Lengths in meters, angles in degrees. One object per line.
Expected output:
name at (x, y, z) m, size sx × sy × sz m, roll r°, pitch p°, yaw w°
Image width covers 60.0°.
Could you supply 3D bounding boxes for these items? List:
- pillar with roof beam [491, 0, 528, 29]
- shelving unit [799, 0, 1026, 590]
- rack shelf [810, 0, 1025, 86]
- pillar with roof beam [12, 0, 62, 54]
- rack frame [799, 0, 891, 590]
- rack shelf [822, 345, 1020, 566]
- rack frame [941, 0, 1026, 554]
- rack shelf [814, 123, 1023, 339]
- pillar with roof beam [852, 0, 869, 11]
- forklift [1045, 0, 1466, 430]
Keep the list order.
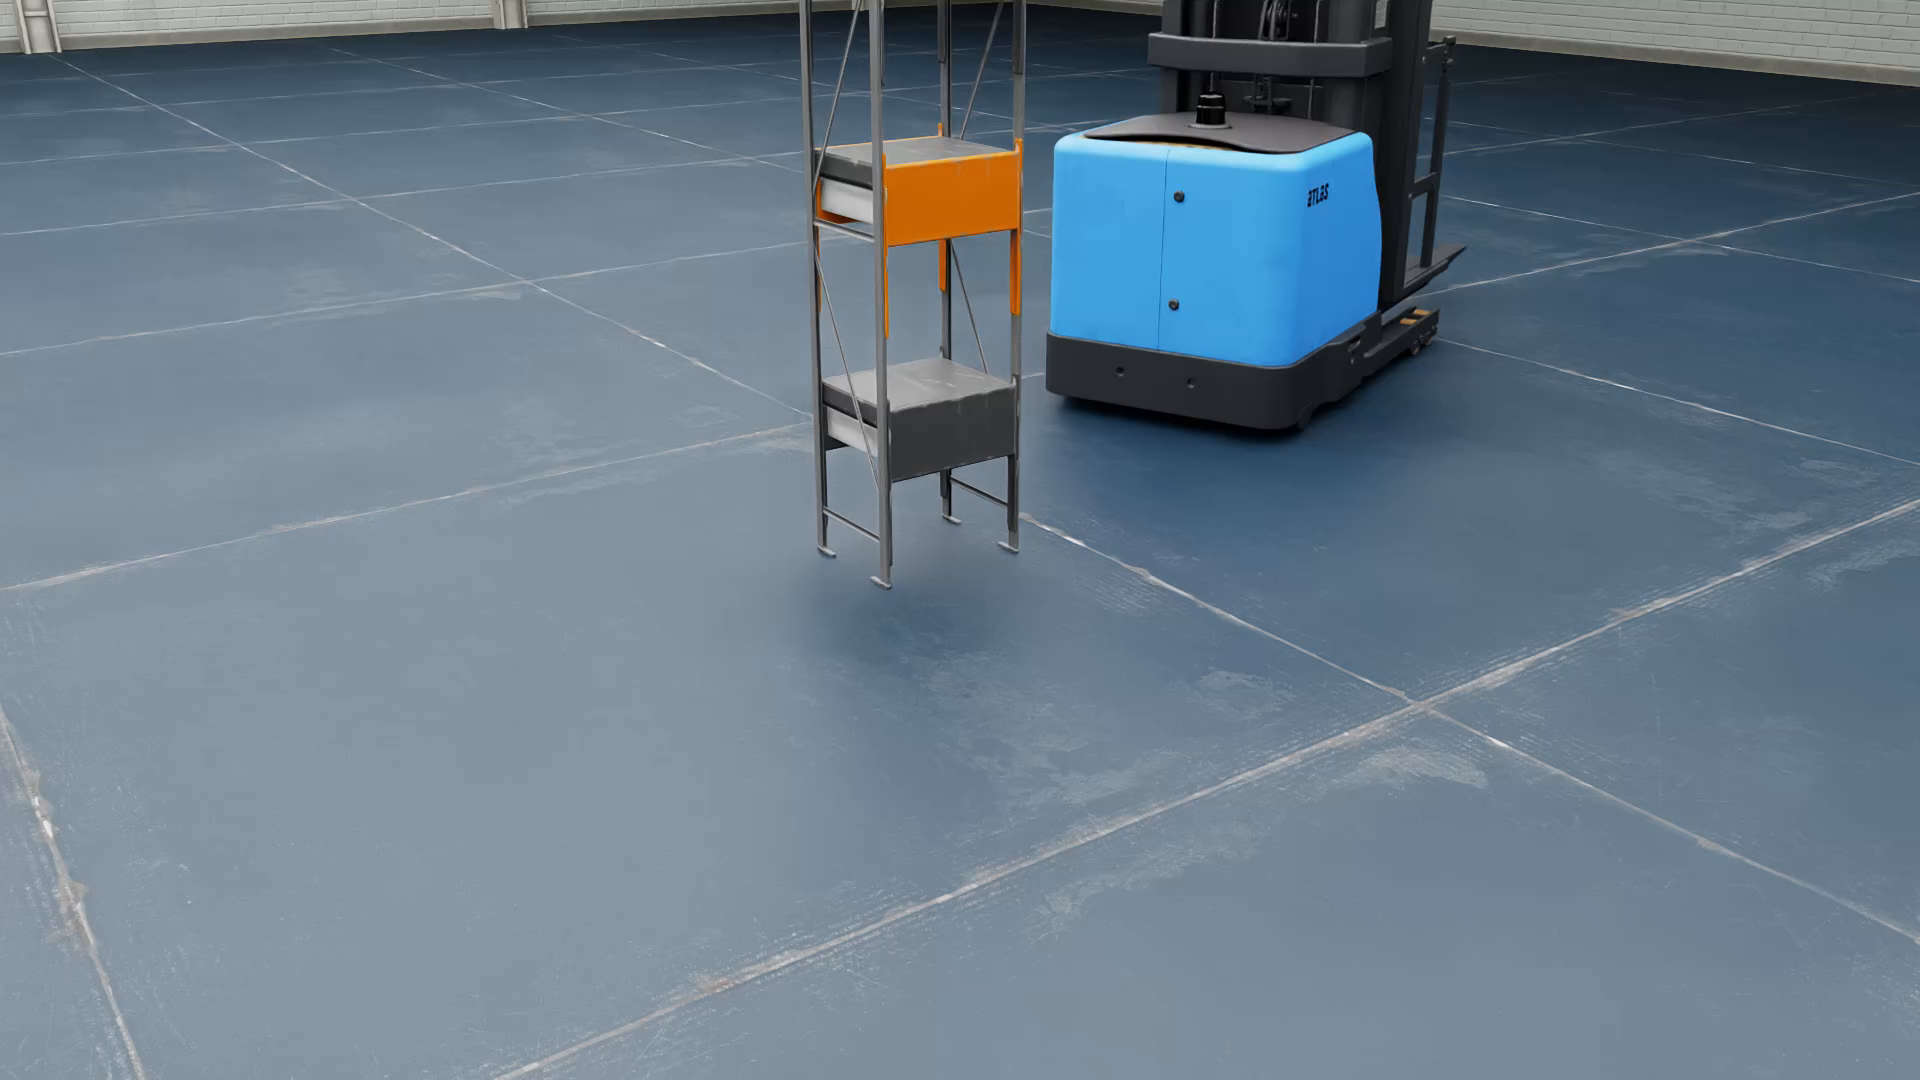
pillar with roof beam at (-3.872, -10.168, 18.735) m, size 0.400 × 9.000 × 9.100 m, roll -15°, pitch 26°, yaw -33°
shelving unit at (-0.134, -0.939, 4.917) m, size 0.503 × 2.100 × 0.431 m, roll -15°, pitch 26°, yaw -33°
rack shelf at (-0.134, -1.577, 4.663) m, size 0.480 × 0.518 × 0.431 m, roll -15°, pitch 26°, yaw -33°
pillar with roof beam at (-8.743, -8.869, 15.481) m, size 0.400 × 9.000 × 9.100 m, roll -15°, pitch 26°, yaw -33°
rack frame at (-0.332, -0.887, 4.785) m, size 0.015 × 2.100 × 0.400 m, roll -15°, pitch 26°, yaw -33°
rack shelf at (-0.134, -0.277, 5.182) m, size 0.480 × 0.518 × 0.431 m, roll -15°, pitch 26°, yaw -33°
rack frame at (0.064, -0.992, 5.050) m, size 0.015 × 2.100 × 0.400 m, roll -15°, pitch 26°, yaw -33°
rack shelf at (-0.134, -0.927, 4.922) m, size 0.480 × 0.518 × 0.431 m, roll -15°, pitch 26°, yaw -33°
pillar with roof beam at (0.998, -11.466, 21.990) m, size 0.400 × 9.000 × 9.100 m, roll -15°, pitch 26°, yaw -33°
forklift at (1.546, -2.273, 7.138) m, size 1.130 × 2.935 × 3.031 m, roll 13°, pitch 25°, yaw 29°
